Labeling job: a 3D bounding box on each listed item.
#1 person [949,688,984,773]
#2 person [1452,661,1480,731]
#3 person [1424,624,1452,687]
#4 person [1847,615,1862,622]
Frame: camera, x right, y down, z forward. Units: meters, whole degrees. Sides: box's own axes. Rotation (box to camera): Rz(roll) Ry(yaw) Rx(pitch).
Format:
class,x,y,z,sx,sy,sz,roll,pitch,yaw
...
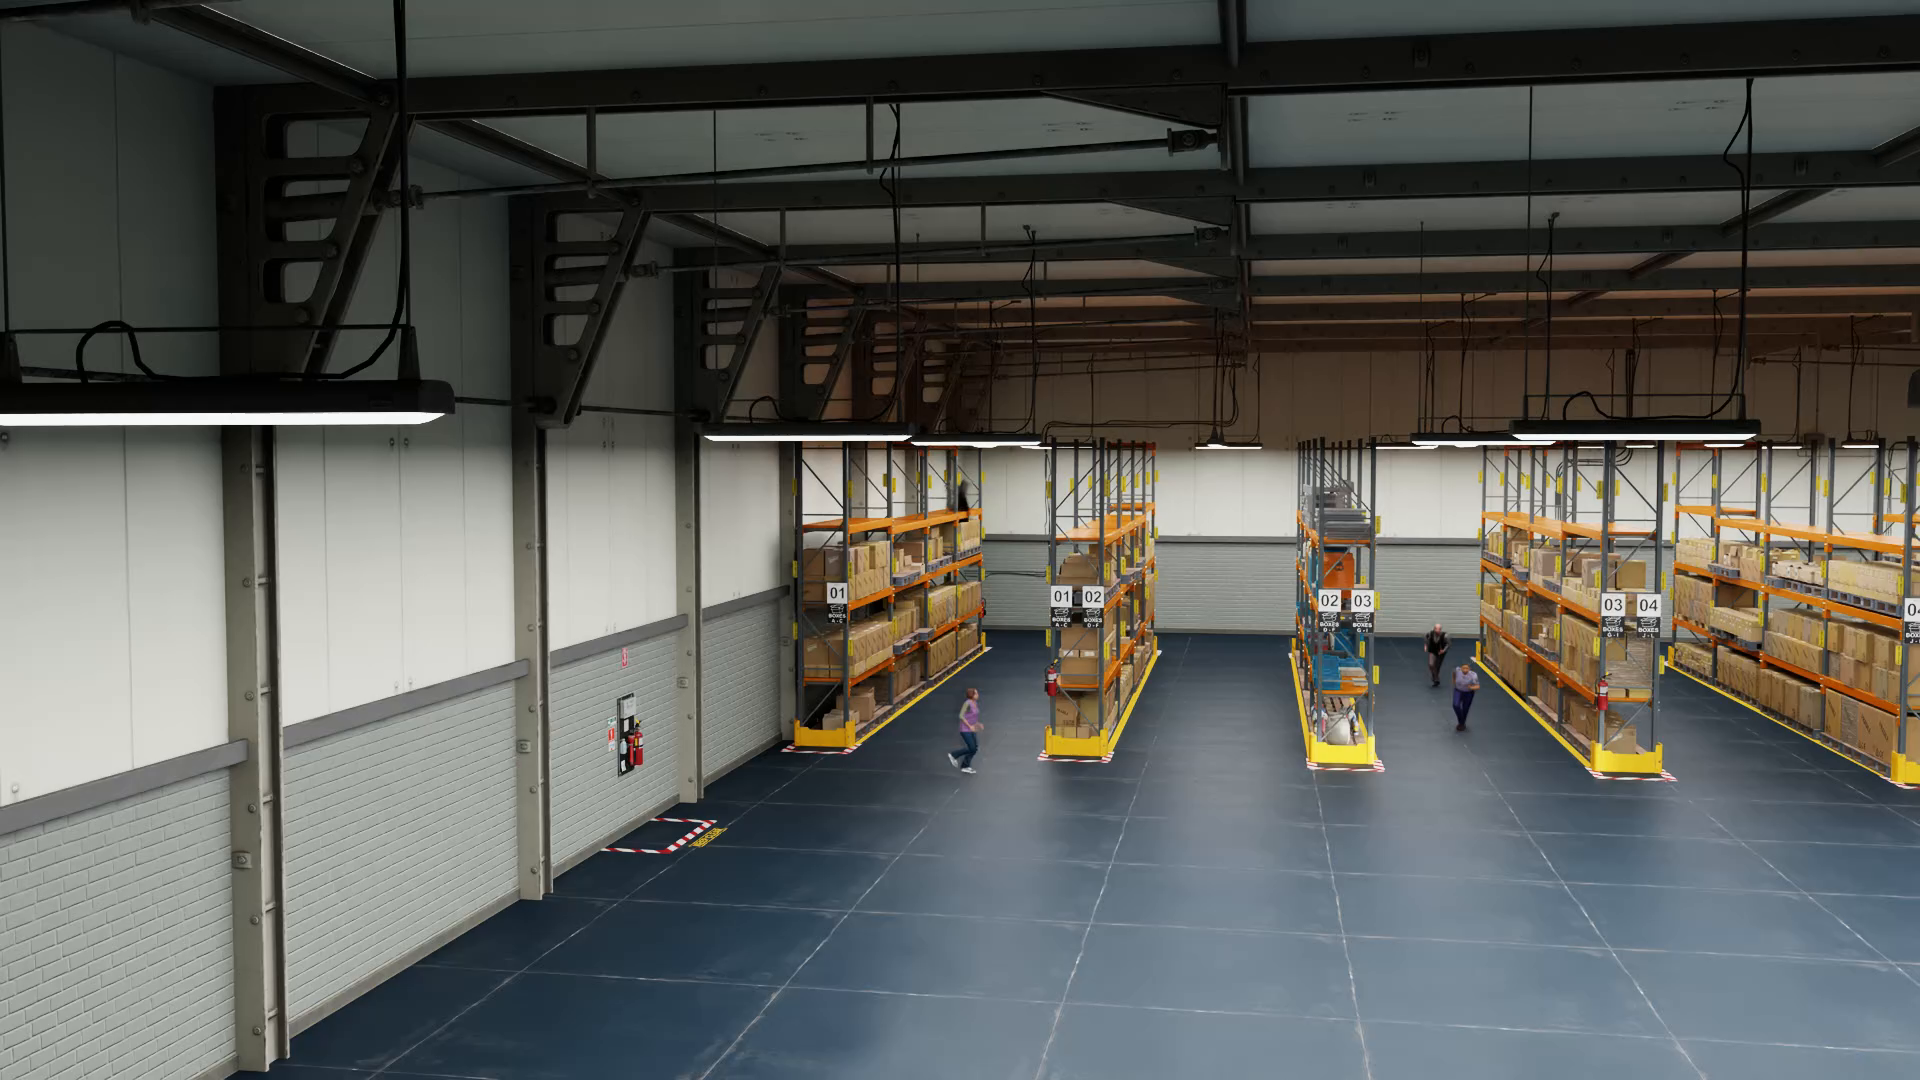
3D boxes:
class,x,y,z,sx,sy,sz,roll,pitch,yaw
person,0.090,3.393,29.689,0.582,1.535,0.540,1,3,25
person,10.388,3.170,34.173,0.573,1.438,1.080,1,3,19
person,11.713,2.789,40.778,0.648,1.557,1.077,1,3,16
person,24.291,2.512,44.995,0.693,1.739,0.595,1,3,15
